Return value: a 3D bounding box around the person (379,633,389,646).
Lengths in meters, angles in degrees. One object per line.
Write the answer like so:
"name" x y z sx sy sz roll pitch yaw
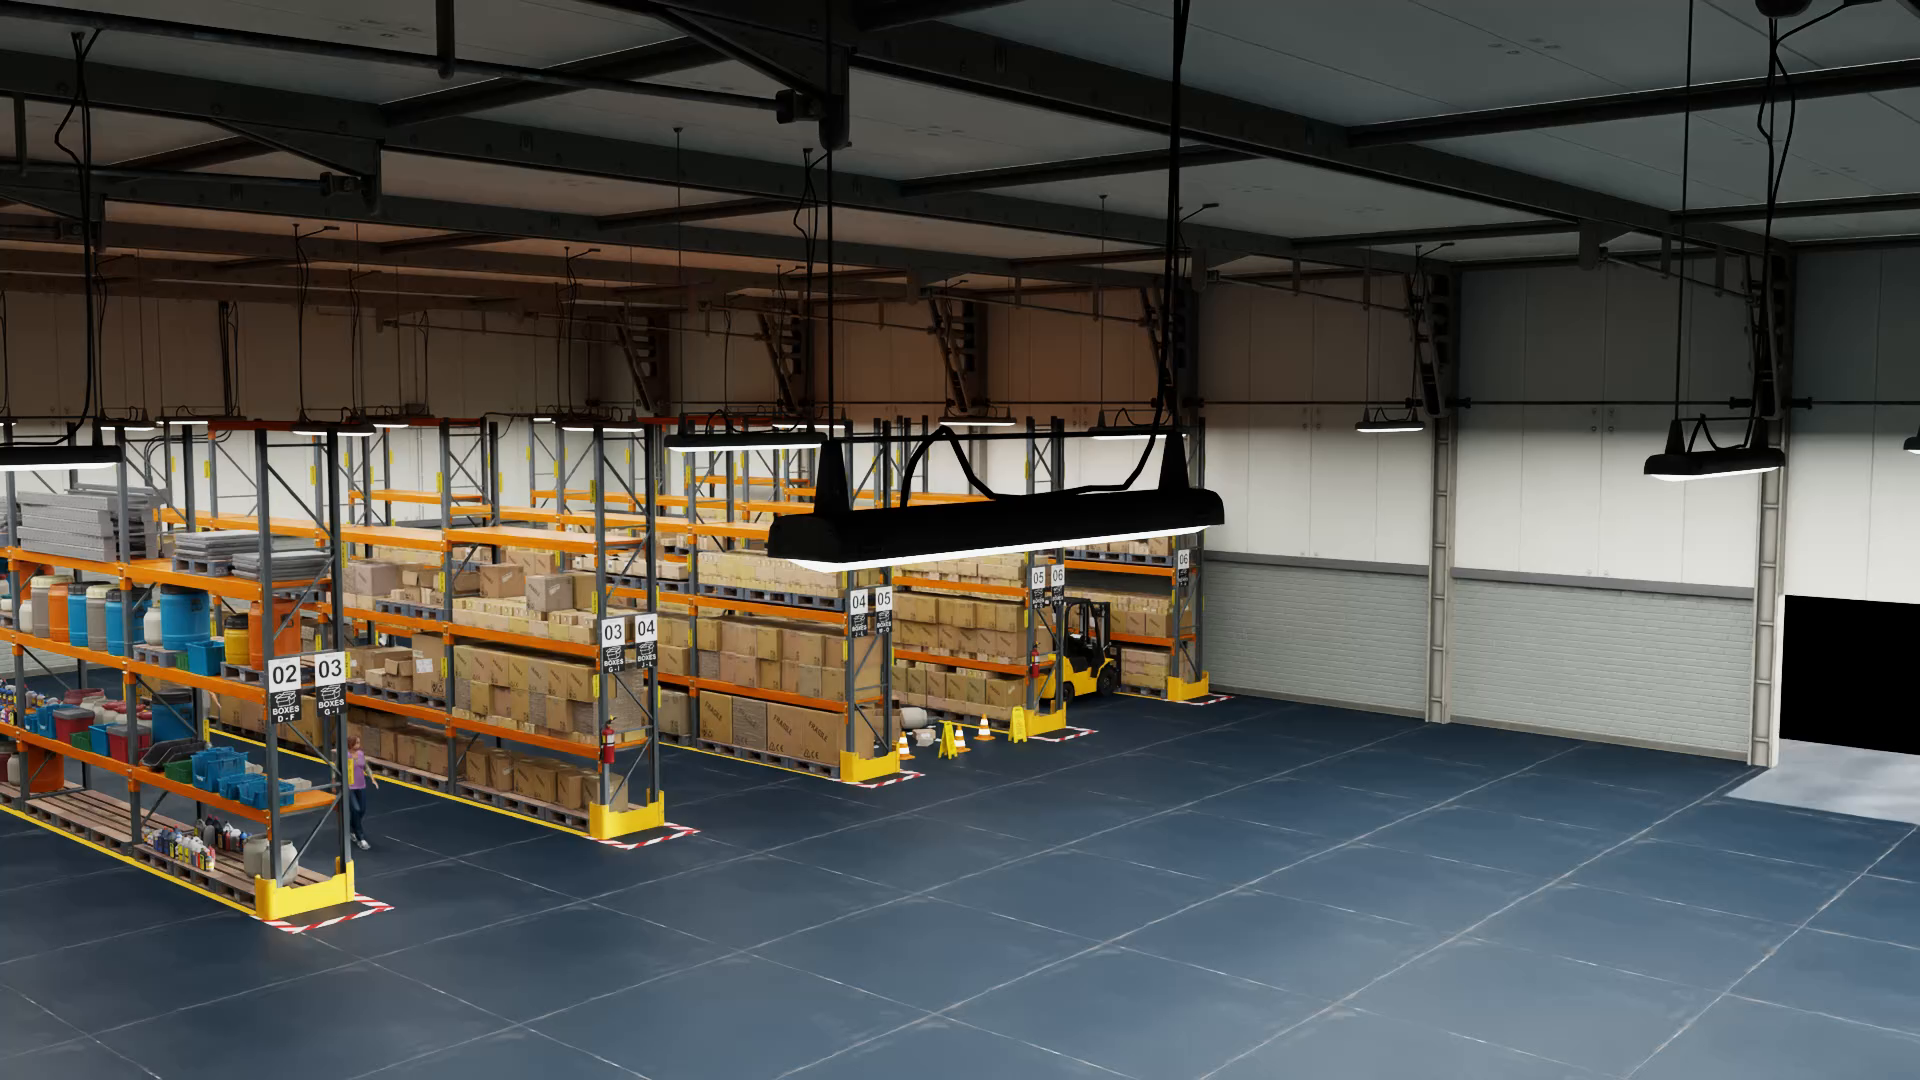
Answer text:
"person" -14.509 1.979 41.798 0.595 1.754 0.928 2 5 18

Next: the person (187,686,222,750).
"person" -13.684 3.012 30.055 1.058 1.609 0.546 4 6 39

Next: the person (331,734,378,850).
"person" -8.603 3.578 23.758 0.709 1.581 0.498 3 6 36
